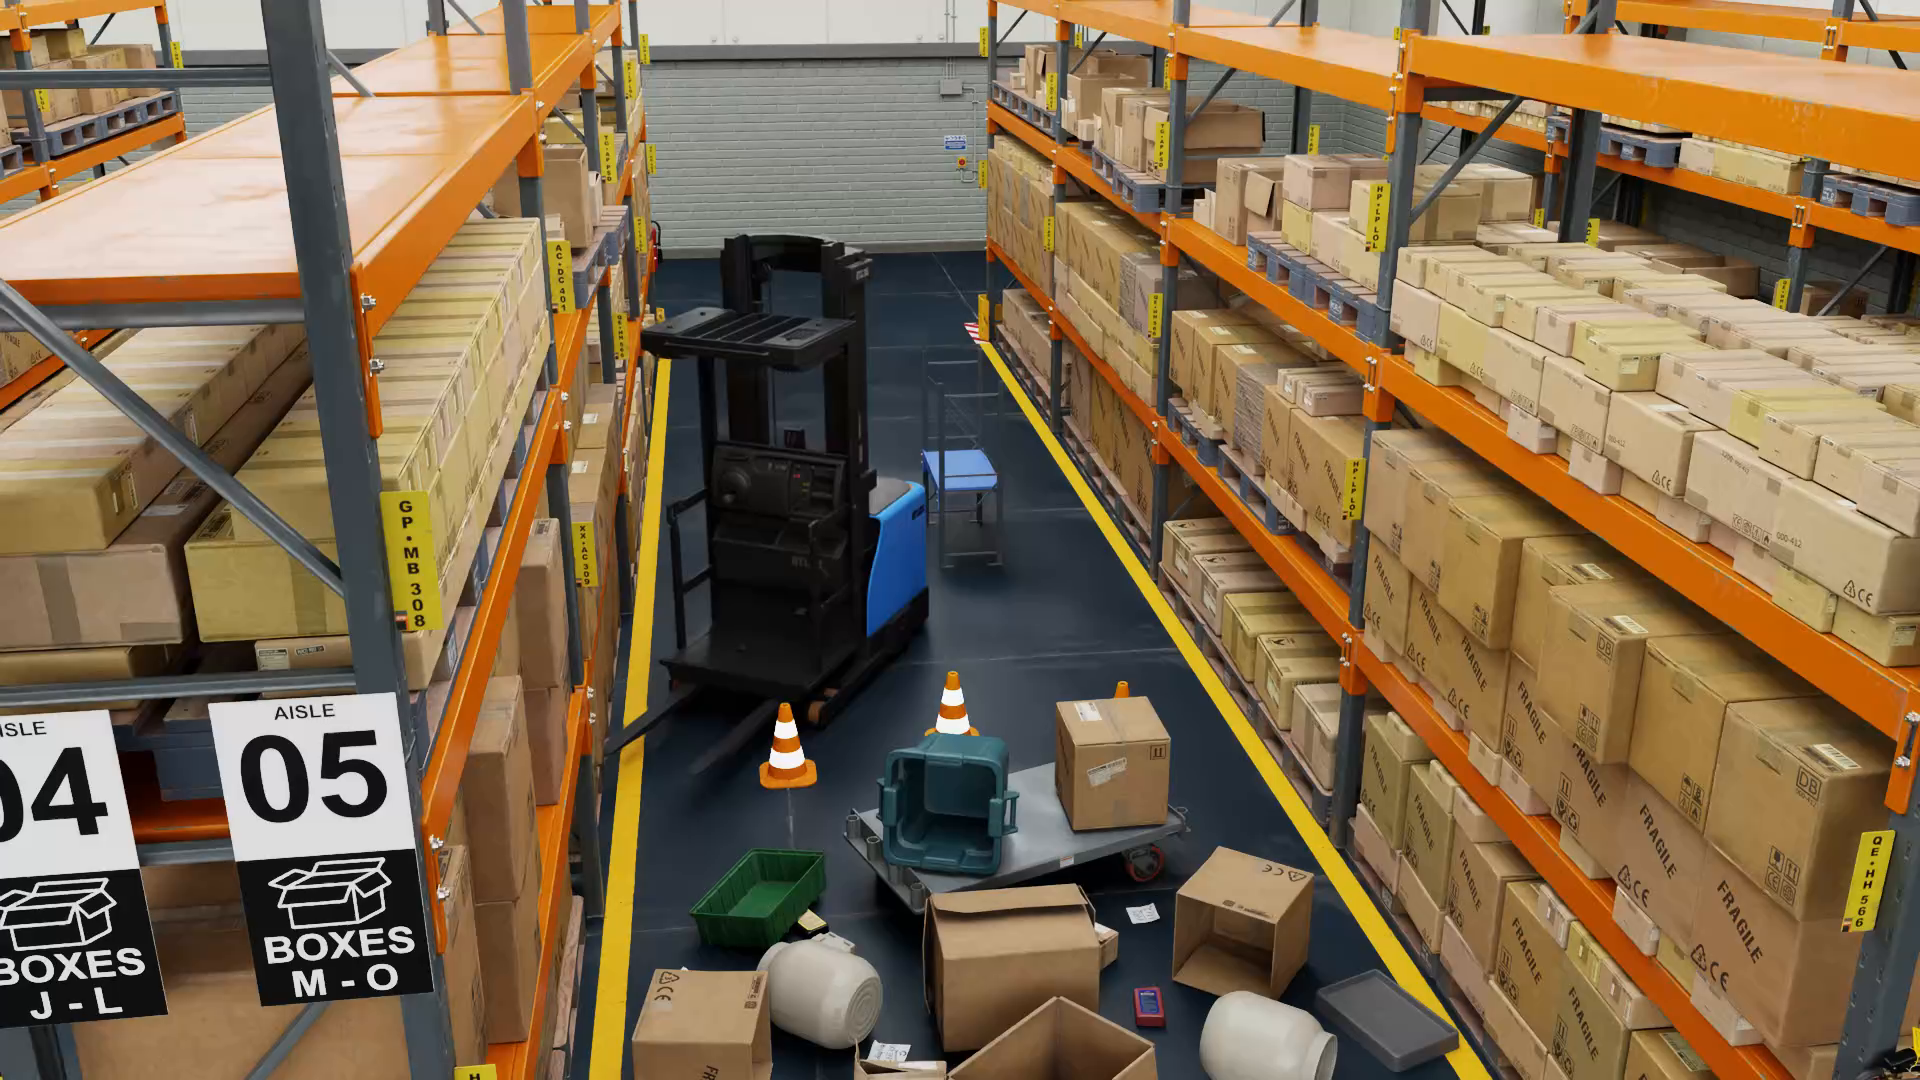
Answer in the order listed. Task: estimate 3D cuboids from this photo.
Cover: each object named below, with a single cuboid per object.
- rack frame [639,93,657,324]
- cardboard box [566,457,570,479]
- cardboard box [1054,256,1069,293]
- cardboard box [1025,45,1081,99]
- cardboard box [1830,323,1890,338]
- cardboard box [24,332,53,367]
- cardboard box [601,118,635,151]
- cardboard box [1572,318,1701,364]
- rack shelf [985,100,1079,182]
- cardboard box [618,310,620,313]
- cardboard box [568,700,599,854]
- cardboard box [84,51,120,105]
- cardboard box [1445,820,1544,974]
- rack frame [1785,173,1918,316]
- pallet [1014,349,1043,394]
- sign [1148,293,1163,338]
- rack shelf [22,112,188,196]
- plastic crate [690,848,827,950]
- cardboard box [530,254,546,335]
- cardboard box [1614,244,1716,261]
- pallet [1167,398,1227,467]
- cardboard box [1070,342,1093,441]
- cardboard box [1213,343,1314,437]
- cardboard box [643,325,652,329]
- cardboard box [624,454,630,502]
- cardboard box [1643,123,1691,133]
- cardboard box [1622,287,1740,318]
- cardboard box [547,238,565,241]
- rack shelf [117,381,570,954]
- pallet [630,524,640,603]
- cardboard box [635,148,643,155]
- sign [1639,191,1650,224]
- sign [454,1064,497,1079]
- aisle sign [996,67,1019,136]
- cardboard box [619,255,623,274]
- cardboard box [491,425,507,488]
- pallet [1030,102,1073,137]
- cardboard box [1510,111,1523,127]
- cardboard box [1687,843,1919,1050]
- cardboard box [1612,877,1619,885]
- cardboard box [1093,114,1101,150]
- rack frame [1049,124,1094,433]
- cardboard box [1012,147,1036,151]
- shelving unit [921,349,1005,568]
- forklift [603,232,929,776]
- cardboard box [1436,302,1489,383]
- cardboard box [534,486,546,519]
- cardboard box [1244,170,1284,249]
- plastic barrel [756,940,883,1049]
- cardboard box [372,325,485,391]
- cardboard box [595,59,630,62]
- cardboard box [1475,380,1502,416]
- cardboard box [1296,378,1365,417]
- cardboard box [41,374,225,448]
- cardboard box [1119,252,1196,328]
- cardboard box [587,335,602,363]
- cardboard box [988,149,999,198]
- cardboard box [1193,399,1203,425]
[{"bbox_3d":[-4.060,-3.614,19.106,1.000,3.000,0.127,-3,21,-8],"label":"rack frame"},{"bbox_3d":[-2.556,-0.499,9.194,0.700,0.500,0.500,-3,21,-7],"label":"cardboard box"},{"bbox_3d":[1.185,-2.512,15.653,0.500,0.250,0.500,-4,21,-9],"label":"cardboard box"},{"bbox_3d":[0.966,-4.889,17.346,0.500,0.500,0.500,-3,21,-7],"label":"cardboard box"},{"bbox_3d":[6.683,-1.514,12.413,0.380,0.149,0.250,-2,21,-7],"label":"cardboard box"},{"bbox_3d":[-8.004,-1.741,13.948,0.500,0.500,0.500,-2,21,-6],"label":"cardboard box"},{"bbox_3d":[-3.289,-3.738,15.365,0.500,0.250,0.500,-2,21,-5],"label":"cardboard box"},{"bbox_3d":[2.582,-0.746,6.358,0.380,0.149,0.250,-3,21,-7],"label":"cardboard box"},{"bbox_3d":[1.112,-4.275,17.615,1.077,0.370,4.000,-3,21,-8],"label":"rack shelf"},{"bbox_3d":[-3.122,-1.918,14.323,0.380,0.149,0.250,-4,21,-11],"label":"cardboard box"},{"bbox_3d":[-2.508,1.187,8.866,1.050,0.750,0.750,-3,21,-8],"label":"cardboard box"},{"bbox_3d":[-8.770,-4.540,16.411,0.700,0.500,0.500,-4,21,-11],"label":"cardboard box"},{"bbox_3d":[2.534,1.578,7.462,0.500,0.500,0.500,-2,21,-5],"label":"cardboard box"},{"bbox_3d":[6.889,-1.381,13.126,1.000,3.000,0.127,-3,21,-8],"label":"rack frame"},{"bbox_3d":[1.189,-1.898,18.497,1.003,0.211,1.213,-3,21,-8],"label":"pallet"},{"bbox_3d":[1.428,-1.642,12.172,0.100,0.325,0.005,-3,21,-8],"label":"sign"},{"bbox_3d":[-8.694,-3.775,16.277,1.077,0.370,4.000,-3,21,-8],"label":"rack shelf"},{"bbox_3d":[-1.008,1.825,8.480,0.450,0.188,0.662,-2,18,24],"label":"plastic crate"},{"bbox_3d":[-2.005,-1.020,6.919,0.500,0.250,0.500,-3,21,-8],"label":"cardboard box"},{"bbox_3d":[6.348,-2.380,15.057,0.700,0.500,0.500,-3,21,-8],"label":"cardboard box"},{"bbox_3d":[2.185,-0.798,11.840,1.213,0.211,1.003,-3,21,-8],"label":"pallet"},{"bbox_3d":[1.569,-1.505,15.895,0.875,0.875,0.875,-2,21,-6],"label":"cardboard box"},{"bbox_3d":[1.978,-0.981,10.887,0.500,0.500,0.500,-3,21,-7],"label":"cardboard box"},{"bbox_3d":[-3.522,-2.228,18.017,0.380,0.149,0.250,-2,21,-6],"label":"cardboard box"},{"bbox_3d":[-2.766,-0.473,12.595,0.500,0.250,0.500,-4,21,-10],"label":"cardboard box"},{"bbox_3d":[6.208,-3.642,14.510,0.380,0.149,0.250,-2,21,-7],"label":"cardboard box"},{"bbox_3d":[2.981,-0.947,6.896,0.380,0.149,0.250,-3,21,-9],"label":"cardboard box"},{"bbox_3d":[-2.275,-1.489,8.745,0.380,0.149,0.250,-3,21,-8],"label":"cardboard box"},{"bbox_3d":[-2.042,0.165,5.729,1.077,0.370,4.000,-3,21,-8],"label":"rack shelf"},{"bbox_3d":[-3.018,0.191,12.903,1.003,0.211,1.213,-3,21,-8],"label":"pallet"},{"bbox_3d":[-3.675,-3.948,18.002,0.500,0.500,0.500,-4,21,-10],"label":"cardboard box"},{"bbox_3d":[6.861,-3.337,16.710,0.100,0.325,0.005,-3,21,-8],"label":"sign"},{"bbox_3d":[-1.203,1.457,4.178,0.100,0.325,0.005,-3,21,-8],"label":"sign"},{"bbox_3d":[0.527,-5.127,19.441,0.394,0.787,0.004,-3,21,-8],"label":"aisle sign"},{"bbox_3d":[-3.232,-2.458,14.919,0.380,0.149,0.250,-2,21,-5],"label":"cardboard box"},{"bbox_3d":[-1.705,-0.266,5.469,0.380,0.149,0.250,-3,21,-7],"label":"cardboard box"},{"bbox_3d":[1.293,-4.162,16.411,1.003,0.211,1.213,-3,21,-8],"label":"pallet"},{"bbox_3d":[5.906,-4.341,17.124,0.380,0.149,0.250,-2,21,-6],"label":"cardboard box"},{"bbox_3d":[2.780,1.280,5.433,0.500,0.500,0.500,-3,21,-9],"label":"cardboard box"},{"bbox_3d":[2.738,1.284,6.349,0.380,0.149,0.250,-3,21,-7],"label":"cardboard box"},{"bbox_3d":[1.318,-3.403,13.845,0.396,0.266,0.258,-1,21,-3],"label":"cardboard box"},{"bbox_3d":[1.401,-2.514,16.160,1.000,3.000,0.127,-3,21,-8],"label":"rack frame"},{"bbox_3d":[0.779,-4.220,18.228,0.380,0.149,0.250,-3,21,-7],"label":"cardboard box"},{"bbox_3d":[0.012,-0.673,13.375,0.538,1.500,1.048,-3,21,-8],"label":"shelving unit"},{"bbox_3d":[-1.252,-0.356,10.481,1.130,2.935,3.031,8,22,21],"label":"forklift"},{"bbox_3d":[2.430,-0.874,7.272,0.500,0.250,0.500,-3,21,-8],"label":"cardboard box"},{"bbox_3d":[-2.311,0.094,7.420,0.875,0.550,0.550,-3,21,-8],"label":"cardboard box"},{"bbox_3d":[2.225,-2.056,10.499,0.797,0.503,0.637,-3,21,-8],"label":"cardboard box"},{"bbox_3d":[-0.648,2.063,7.589,0.512,0.421,0.421,12,24,30],"label":"plastic barrel"},{"bbox_3d":[-1.669,-0.551,5.094,0.380,0.149,0.250,-3,21,-8],"label":"cardboard box"},{"bbox_3d":[-3.568,-4.825,16.991,0.380,0.149,0.250,-2,21,-7],"label":"cardboard box"},{"bbox_3d":[2.480,-0.649,7.239,0.380,0.149,0.250,-2,21,-6],"label":"cardboard box"},{"bbox_3d":[2.152,-0.817,9.522,0.380,0.149,0.250,-4,21,-9],"label":"cardboard box"},{"bbox_3d":[-2.248,-0.344,4.538,0.380,0.149,0.250,-3,21,-7],"label":"cardboard box"},{"bbox_3d":[1.562,-1.987,13.178,0.500,0.500,0.500,-3,21,-7],"label":"cardboard box"},{"bbox_3d":[-2.782,-1.374,12.015,0.380,0.149,0.250,-3,21,-8],"label":"cardboard box"},{"bbox_3d":[0.611,-4.234,19.193,0.500,0.500,0.500,-3,21,-9],"label":"cardboard box"},{"bbox_3d":[1.841,-0.890,11.570,0.380,0.149,0.250,-4,21,-11],"label":"cardboard box"}]
